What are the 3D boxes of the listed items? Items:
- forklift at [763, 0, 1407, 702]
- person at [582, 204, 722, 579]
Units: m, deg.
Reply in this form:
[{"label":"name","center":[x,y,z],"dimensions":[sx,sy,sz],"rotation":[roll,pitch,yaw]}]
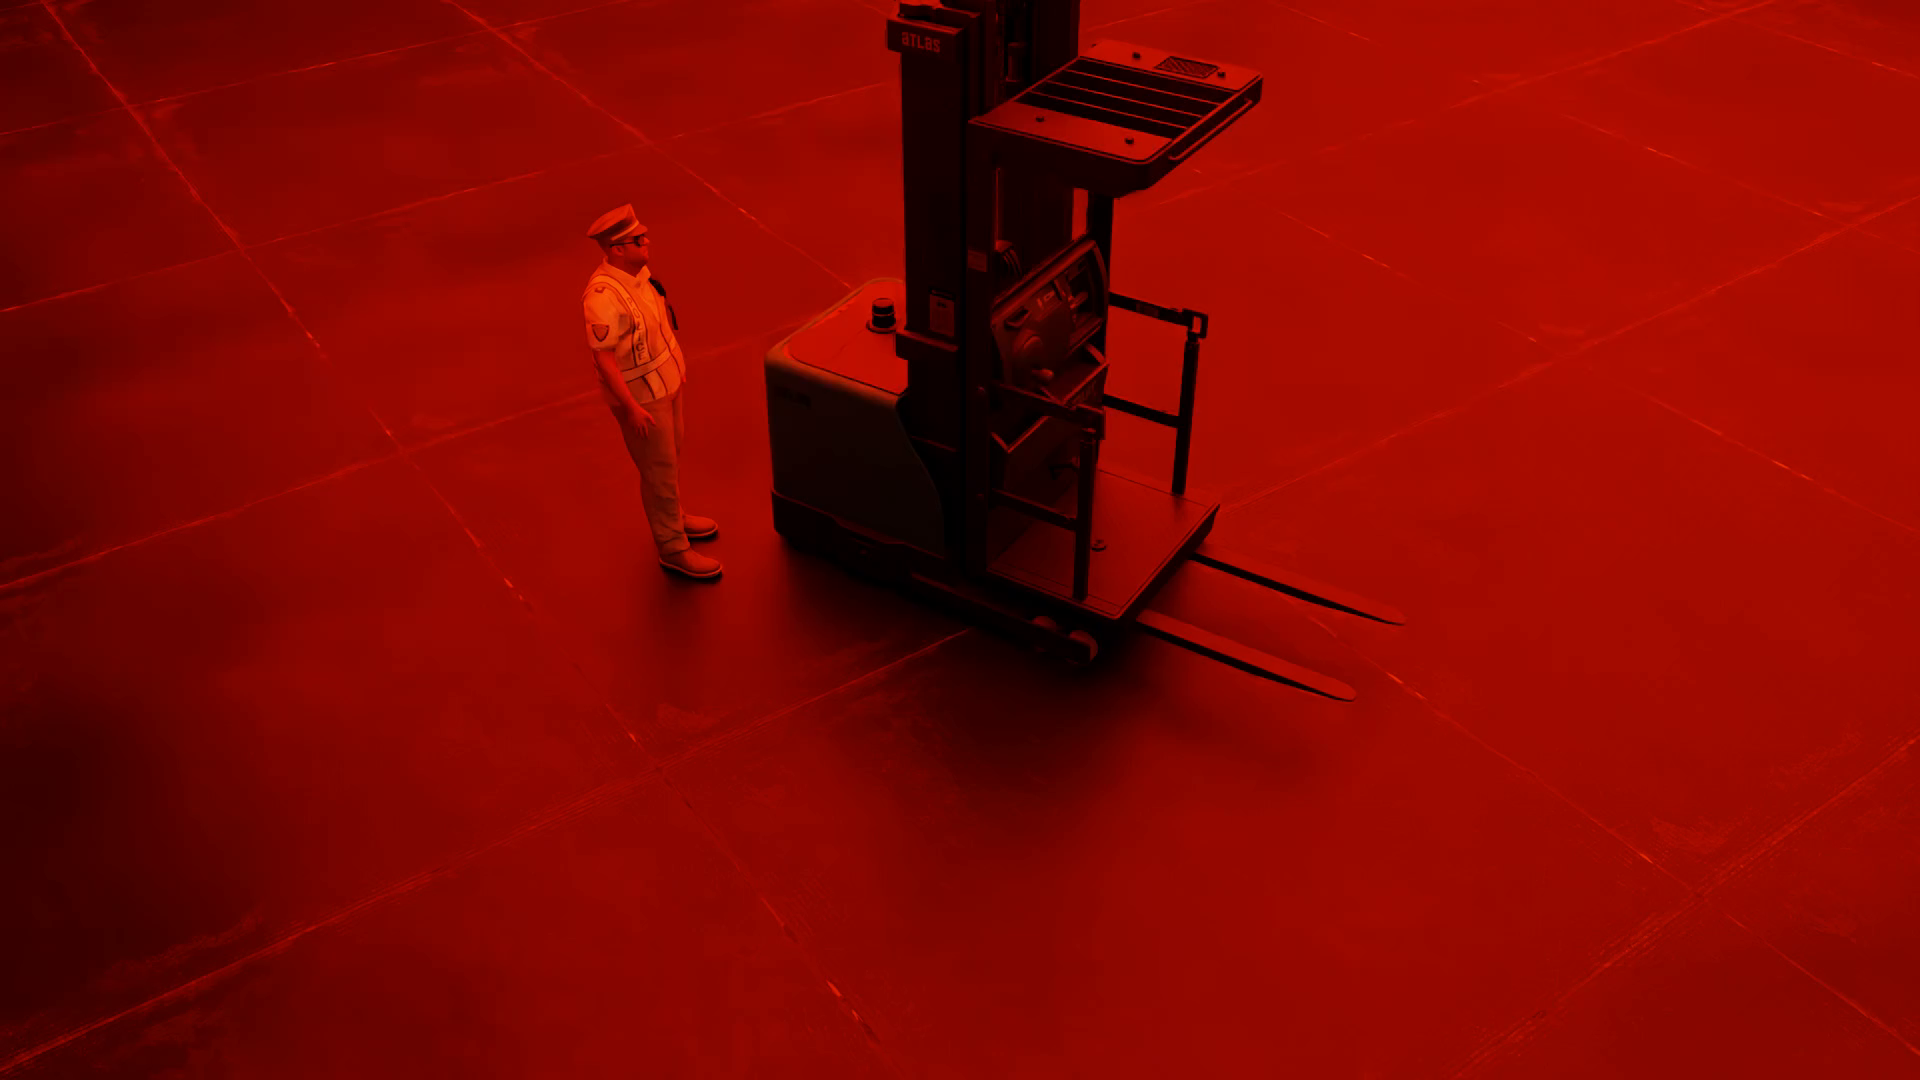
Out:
[{"label":"forklift","center":[0.577,-0.961,7.244],"dimensions":[3.031,2.935,1.130],"rotation":[21,41,26]},{"label":"person","center":[-1.415,-0.728,7.883],"dimensions":[0.575,1.780,0.640],"rotation":[5,37,7]}]
